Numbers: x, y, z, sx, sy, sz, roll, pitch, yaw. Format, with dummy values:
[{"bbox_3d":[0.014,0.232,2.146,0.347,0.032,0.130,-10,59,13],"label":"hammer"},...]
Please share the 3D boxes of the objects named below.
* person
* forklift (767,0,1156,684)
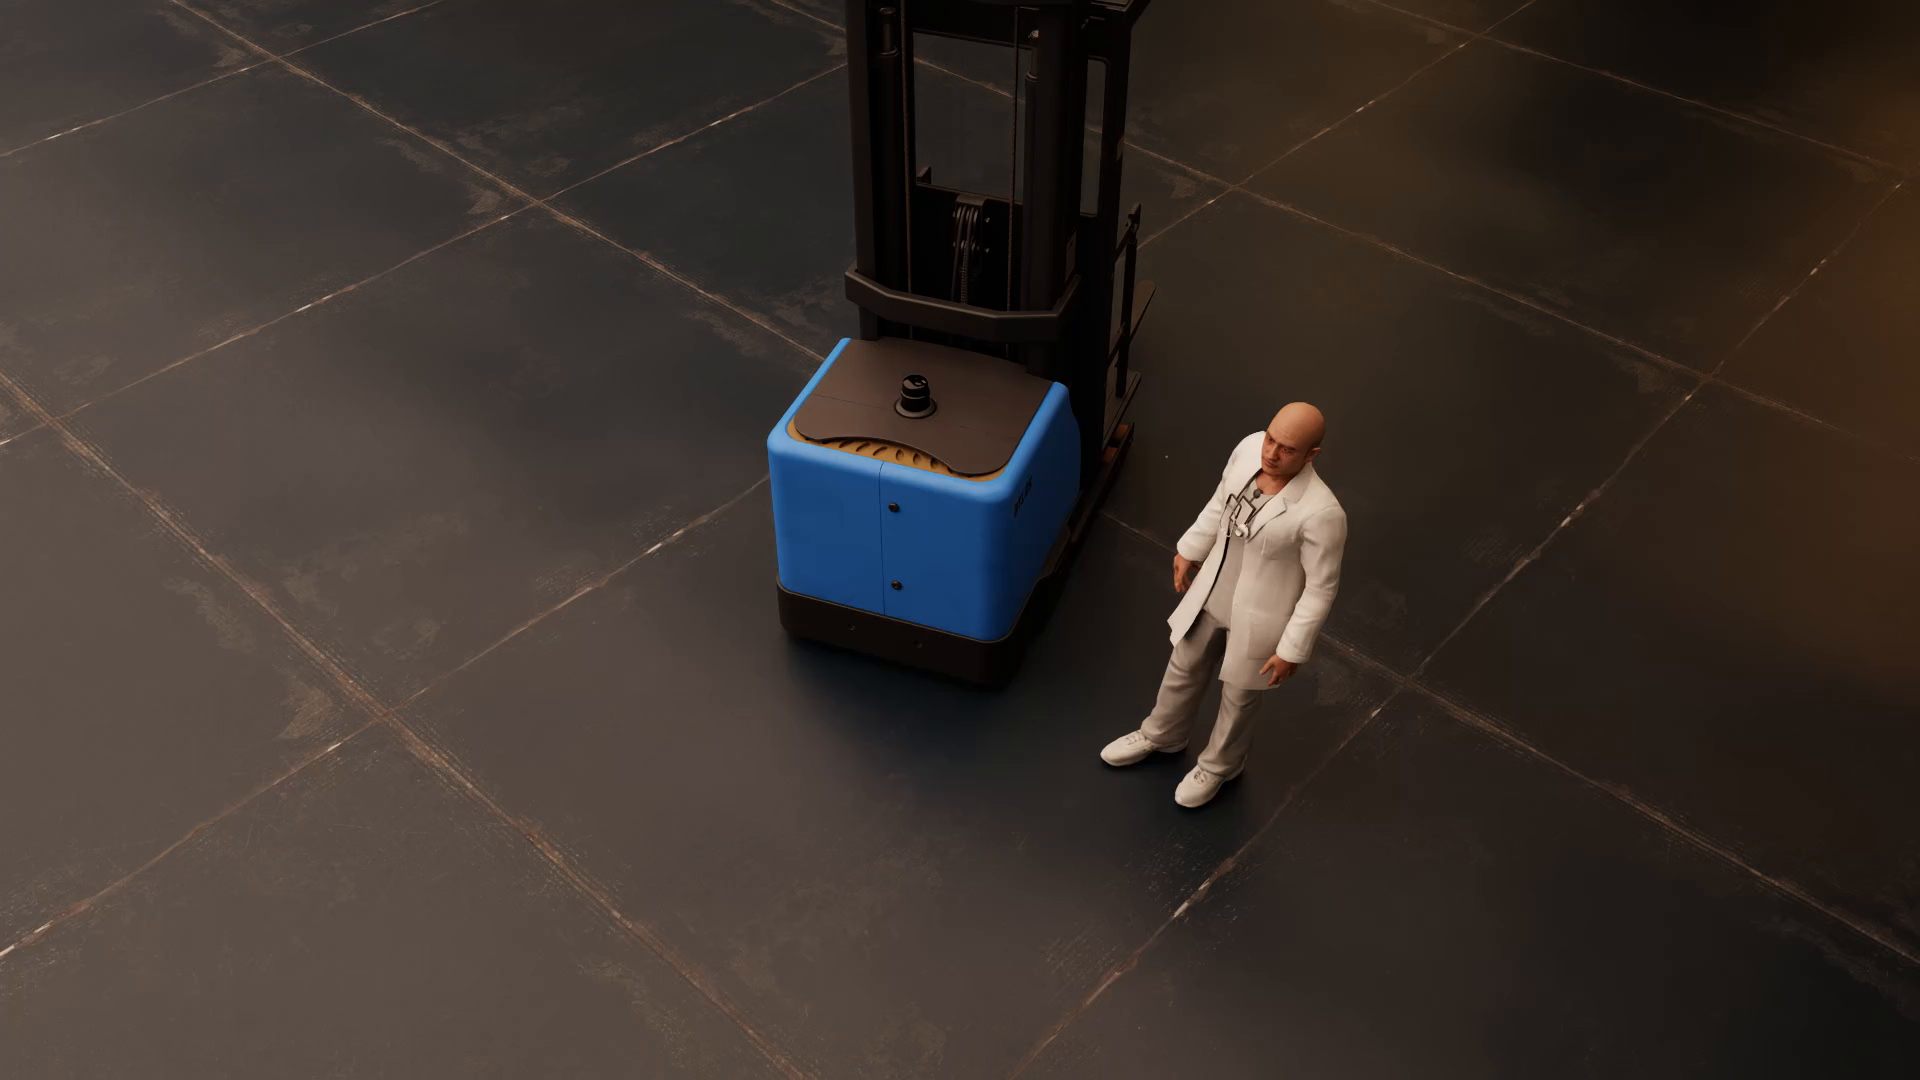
[{"bbox_3d":[0.957,0.272,5.985,0.580,1.776,0.697,-22,45,-24],"label":"person"},{"bbox_3d":[0.211,-1.484,7.158,1.130,2.935,3.031,14,42,15],"label":"forklift"}]
